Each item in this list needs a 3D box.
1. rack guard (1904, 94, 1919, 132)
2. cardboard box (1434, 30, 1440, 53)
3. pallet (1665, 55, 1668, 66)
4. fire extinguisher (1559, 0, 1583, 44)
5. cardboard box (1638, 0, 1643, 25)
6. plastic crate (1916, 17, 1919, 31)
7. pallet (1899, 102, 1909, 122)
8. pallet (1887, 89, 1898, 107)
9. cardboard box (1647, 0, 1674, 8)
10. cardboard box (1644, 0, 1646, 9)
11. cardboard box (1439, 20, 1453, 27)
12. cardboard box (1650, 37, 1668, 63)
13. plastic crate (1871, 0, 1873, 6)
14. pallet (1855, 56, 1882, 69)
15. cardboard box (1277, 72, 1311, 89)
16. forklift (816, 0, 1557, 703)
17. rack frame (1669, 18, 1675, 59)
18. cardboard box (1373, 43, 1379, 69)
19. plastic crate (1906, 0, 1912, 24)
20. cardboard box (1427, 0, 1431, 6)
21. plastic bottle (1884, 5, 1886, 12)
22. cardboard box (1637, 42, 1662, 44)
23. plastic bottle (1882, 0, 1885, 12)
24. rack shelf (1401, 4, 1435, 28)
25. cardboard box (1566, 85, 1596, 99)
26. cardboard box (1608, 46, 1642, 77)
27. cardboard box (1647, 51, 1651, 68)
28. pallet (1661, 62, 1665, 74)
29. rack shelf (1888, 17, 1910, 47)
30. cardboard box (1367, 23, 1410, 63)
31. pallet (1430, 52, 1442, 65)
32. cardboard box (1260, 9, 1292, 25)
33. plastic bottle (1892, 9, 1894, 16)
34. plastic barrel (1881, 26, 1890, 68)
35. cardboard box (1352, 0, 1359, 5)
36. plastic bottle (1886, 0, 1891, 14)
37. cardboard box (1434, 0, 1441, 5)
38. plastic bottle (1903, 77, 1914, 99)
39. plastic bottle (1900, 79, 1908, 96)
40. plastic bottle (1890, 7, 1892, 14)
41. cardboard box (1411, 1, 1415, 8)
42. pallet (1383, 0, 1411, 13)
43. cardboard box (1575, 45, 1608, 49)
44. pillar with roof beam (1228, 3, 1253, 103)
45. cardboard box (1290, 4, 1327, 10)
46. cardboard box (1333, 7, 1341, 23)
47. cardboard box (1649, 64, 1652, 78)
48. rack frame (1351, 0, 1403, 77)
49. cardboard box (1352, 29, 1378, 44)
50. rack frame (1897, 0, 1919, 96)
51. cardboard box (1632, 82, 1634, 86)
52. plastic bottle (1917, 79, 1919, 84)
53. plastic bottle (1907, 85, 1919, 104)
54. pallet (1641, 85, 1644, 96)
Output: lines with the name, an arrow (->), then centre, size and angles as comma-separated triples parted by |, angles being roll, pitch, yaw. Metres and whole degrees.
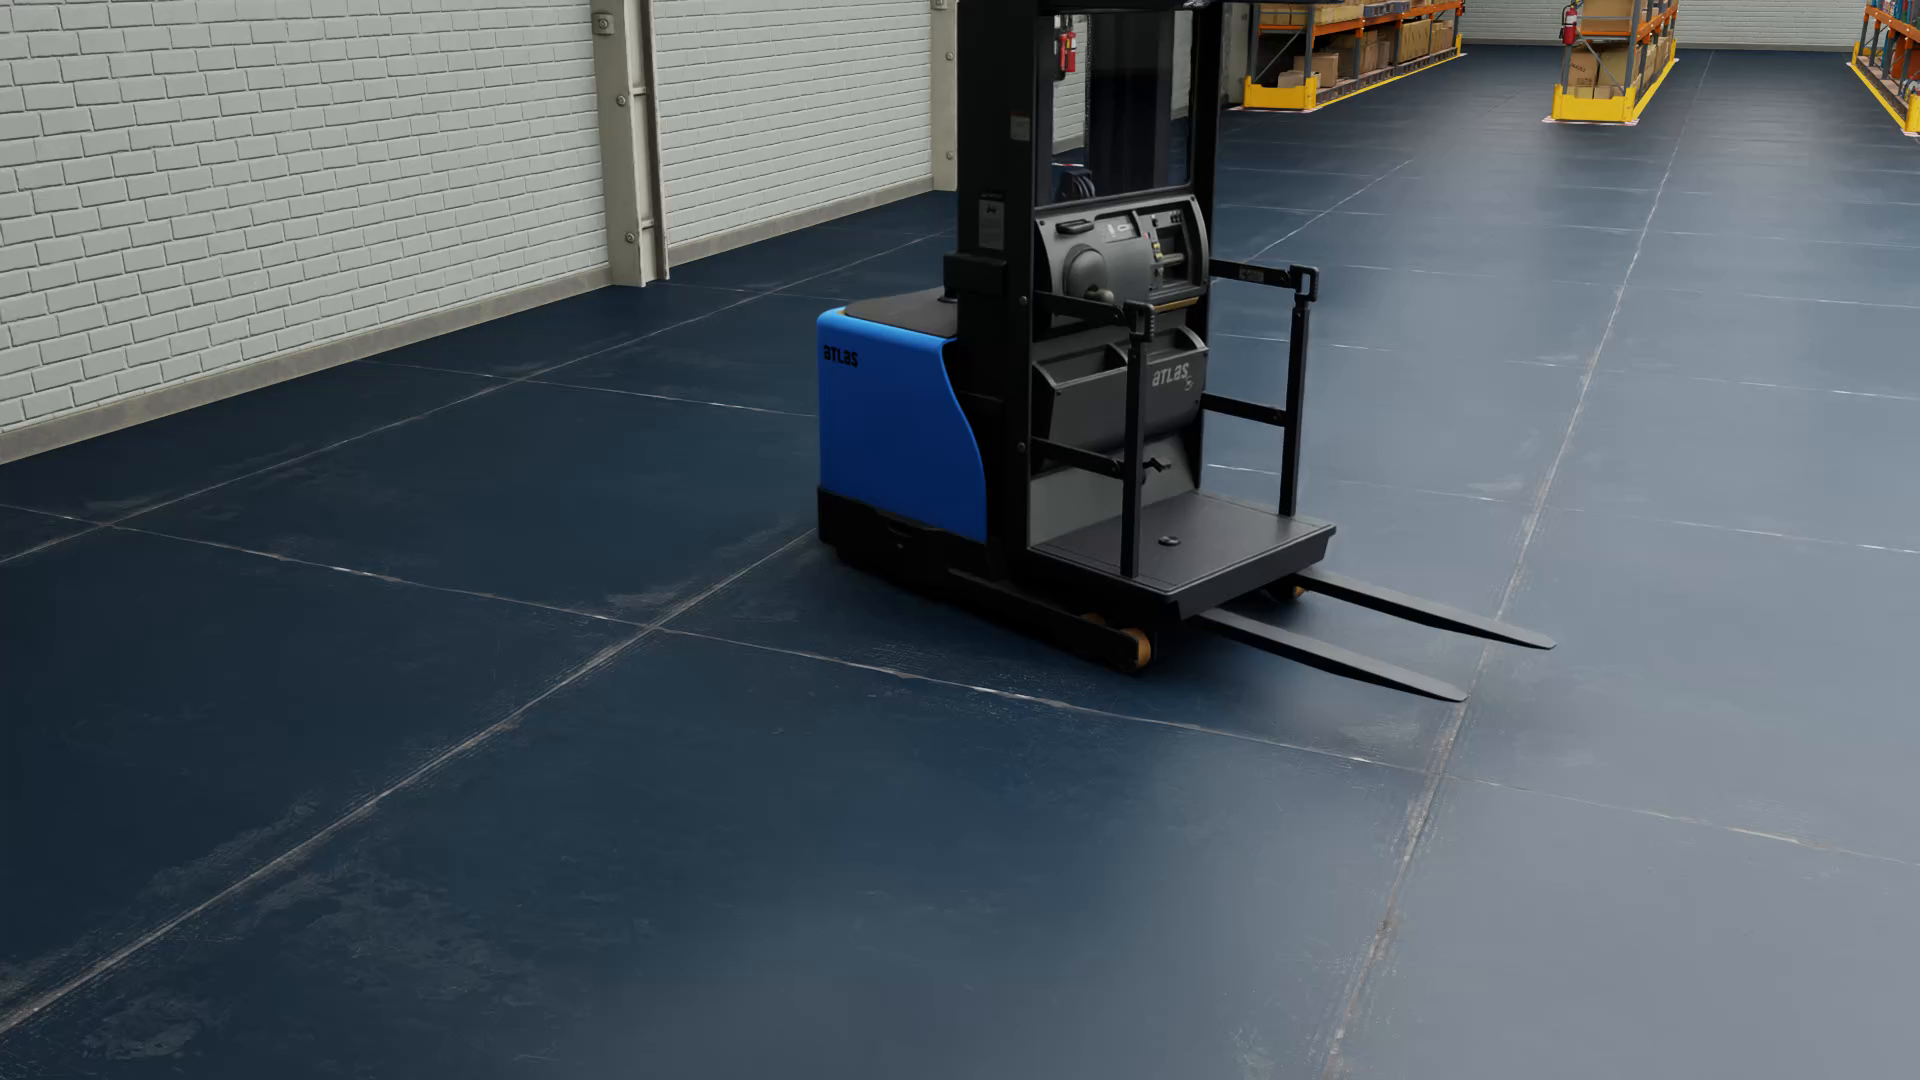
rack guard -> 14.343, -6.142, 23.994 | 1.175, 0.500, 0.348 | 9, 21, 23
cardboard box -> 10.839, -11.706, 39.011 | 0.700, 0.500, 0.500 | 8, 21, 22
pallet -> 15.532, -10.910, 37.830 | 1.003, 0.211, 1.213 | 9, 21, 23
fire extinguisher -> 9.366, -7.962, 25.496 | 0.296, 0.674, 0.183 | 9, 21, 23
cardboard box -> 11.090, -8.942, 27.988 | 0.700, 0.500, 0.500 | 8, 21, 22
plastic crate -> 15.180, -8.037, 25.907 | 0.450, 0.188, 0.662 | 9, 21, 23
pallet -> 15.182, -6.625, 25.783 | 1.003, 0.211, 1.213 | 9, 21, 23
pallet -> 16.279, -7.445, 28.087 | 1.003, 0.211, 1.213 | 9, 21, 23
cardboard box -> 15.209, -11.805, 36.037 | 0.500, 0.500, 0.500 | 9, 22, 24
cardboard box -> 12.442, -9.949, 30.817 | 0.500, 0.500, 0.500 | 7, 21, 20
cardboard box -> 11.787, -12.575, 40.486 | 0.380, 0.149, 0.250 | 8, 21, 22
cardboard box -> 14.811, -10.479, 35.531 | 0.500, 0.500, 0.500 | 8, 21, 22
plastic crate -> 19.967, -11.698, 36.046 | 0.416, 0.233, 0.300 | 9, 21, 23
pallet -> 20.534, -10.621, 37.018 | 1.003, 0.211, 1.213 | 9, 21, 23
cardboard box -> 5.682, -7.789, 28.251 | 0.500, 0.311, 0.500 | 6, 20, 17
forklift -> 0.776, -1.090, 6.159 | 1.130, 2.935, 3.031 | -18, 27, -42
rack frame -> 16.390, -12.862, 39.159 | 1.000, 3.000, 0.127 | 9, 21, 23
cardboard box -> 8.029, -9.756, 33.499 | 0.700, 0.500, 0.500 | 9, 21, 23
plastic crate -> 16.161, -8.885, 28.001 | 0.392, 0.384, 0.575 | 9, 21, 23
cardboard box -> 10.269, -11.986, 37.042 | 0.380, 0.149, 0.250 | 9, 21, 24
plastic bottle -> 18.470, -10.602, 33.101 | 0.097, 0.201, 0.097 | 0, 20, 0
cardboard box -> 13.770, -9.707, 33.361 | 0.500, 0.500, 0.500 | 8, 21, 21
plastic bottle -> 18.675, -10.809, 33.561 | 0.061, 0.283, 0.133 | 9, 21, 23
rack shelf -> 9.412, -11.368, 36.030 | 1.077, 0.370, 4.000 | 9, 21, 23
cardboard box -> 9.788, -7.078, 26.371 | 0.500, 0.250, 0.500 | 9, 21, 23
cardboard box -> 11.069, -7.973, 27.769 | 0.500, 0.500, 0.500 | 9, 21, 23
cardboard box -> 12.293, -8.763, 30.273 | 0.500, 0.311, 0.500 | 8, 21, 21
pallet -> 14.453, -10.072, 35.474 | 1.003, 0.211, 1.213 | 9, 21, 23
rack shelf -> 16.812, -8.785, 28.769 | 1.077, 0.370, 4.000 | 9, 21, 23
cardboard box -> 9.014, -10.487, 35.062 | 0.750, 0.750, 0.750 | 8, 21, 22
pallet -> 10.614, -11.226, 38.719 | 1.003, 0.211, 1.213 | 9, 21, 23
cardboard box -> 5.332, -8.758, 27.812 | 0.500, 0.250, 0.500 | 9, 21, 23
plastic bottle -> 17.566, -9.928, 31.204 | 0.097, 0.201, 0.097 | 0, 20, 0
plastic barrel -> 19.031, -10.004, 33.627 | 0.600, 0.901, 0.708 | 9, 21, 23
cardboard box -> 6.844, -9.824, 29.691 | 0.500, 0.500, 0.500 | 8, 21, 22
plastic bottle -> 18.258, -10.457, 32.581 | 0.152, 0.276, 0.135 | 9, 21, 23
cardboard box -> 10.468, -12.623, 38.038 | 0.980, 0.700, 0.700 | 9, 21, 24
plastic bottle -> 15.207, -7.225, 26.604 | 0.144, 0.351, 0.185 | 8, 21, 20
plastic bottle -> 15.463, -7.398, 27.208 | 0.097, 0.271, 0.097 | 0, 20, 0
plastic bottle -> 17.805, -10.106, 31.706 | 0.097, 0.201, 0.097 | 0, 20, 0
cardboard box -> 9.557, -11.526, 35.746 | 0.380, 0.149, 0.250 | 9, 21, 23
pallet -> 8.398, -10.772, 33.569 | 1.213, 0.211, 1.003 | 9, 21, 23
cardboard box -> 10.591, -8.045, 27.971 | 0.500, 0.500, 0.500 | 9, 21, 23
pillar with roof beam -> 8.742, -11.218, 25.583 | 9.100, 9.000, 0.400 | 9, 21, 23
cardboard box -> 5.787, -9.046, 27.504 | 0.500, 0.500, 0.500 | 9, 21, 23
cardboard box -> 6.220, -9.010, 28.520 | 0.500, 0.250, 0.500 | 8, 21, 22
cardboard box -> 12.704, -8.813, 31.251 | 0.500, 0.250, 0.500 | 9, 22, 24
rack frame -> 8.593, -11.095, 34.190 | 1.000, 3.000, 0.127 | 9, 21, 23
cardboard box -> 8.055, -10.085, 33.305 | 0.500, 0.250, 0.500 | 9, 21, 24
rack frame -> 15.993, -8.513, 26.930 | 1.000, 3.000, 0.127 | 9, 21, 23
cardboard box -> 10.667, -7.313, 27.032 | 0.500, 0.250, 0.500 | 9, 21, 23
plastic bottle -> 15.416, -7.263, 26.711 | 0.144, 0.351, 0.185 | 9, 21, 23
plastic bottle -> 14.892, -6.952, 25.947 | 0.152, 0.276, 0.135 | 8, 21, 21
pallet -> 11.742, -8.111, 29.960 | 1.003, 0.211, 1.213 | 9, 21, 23
